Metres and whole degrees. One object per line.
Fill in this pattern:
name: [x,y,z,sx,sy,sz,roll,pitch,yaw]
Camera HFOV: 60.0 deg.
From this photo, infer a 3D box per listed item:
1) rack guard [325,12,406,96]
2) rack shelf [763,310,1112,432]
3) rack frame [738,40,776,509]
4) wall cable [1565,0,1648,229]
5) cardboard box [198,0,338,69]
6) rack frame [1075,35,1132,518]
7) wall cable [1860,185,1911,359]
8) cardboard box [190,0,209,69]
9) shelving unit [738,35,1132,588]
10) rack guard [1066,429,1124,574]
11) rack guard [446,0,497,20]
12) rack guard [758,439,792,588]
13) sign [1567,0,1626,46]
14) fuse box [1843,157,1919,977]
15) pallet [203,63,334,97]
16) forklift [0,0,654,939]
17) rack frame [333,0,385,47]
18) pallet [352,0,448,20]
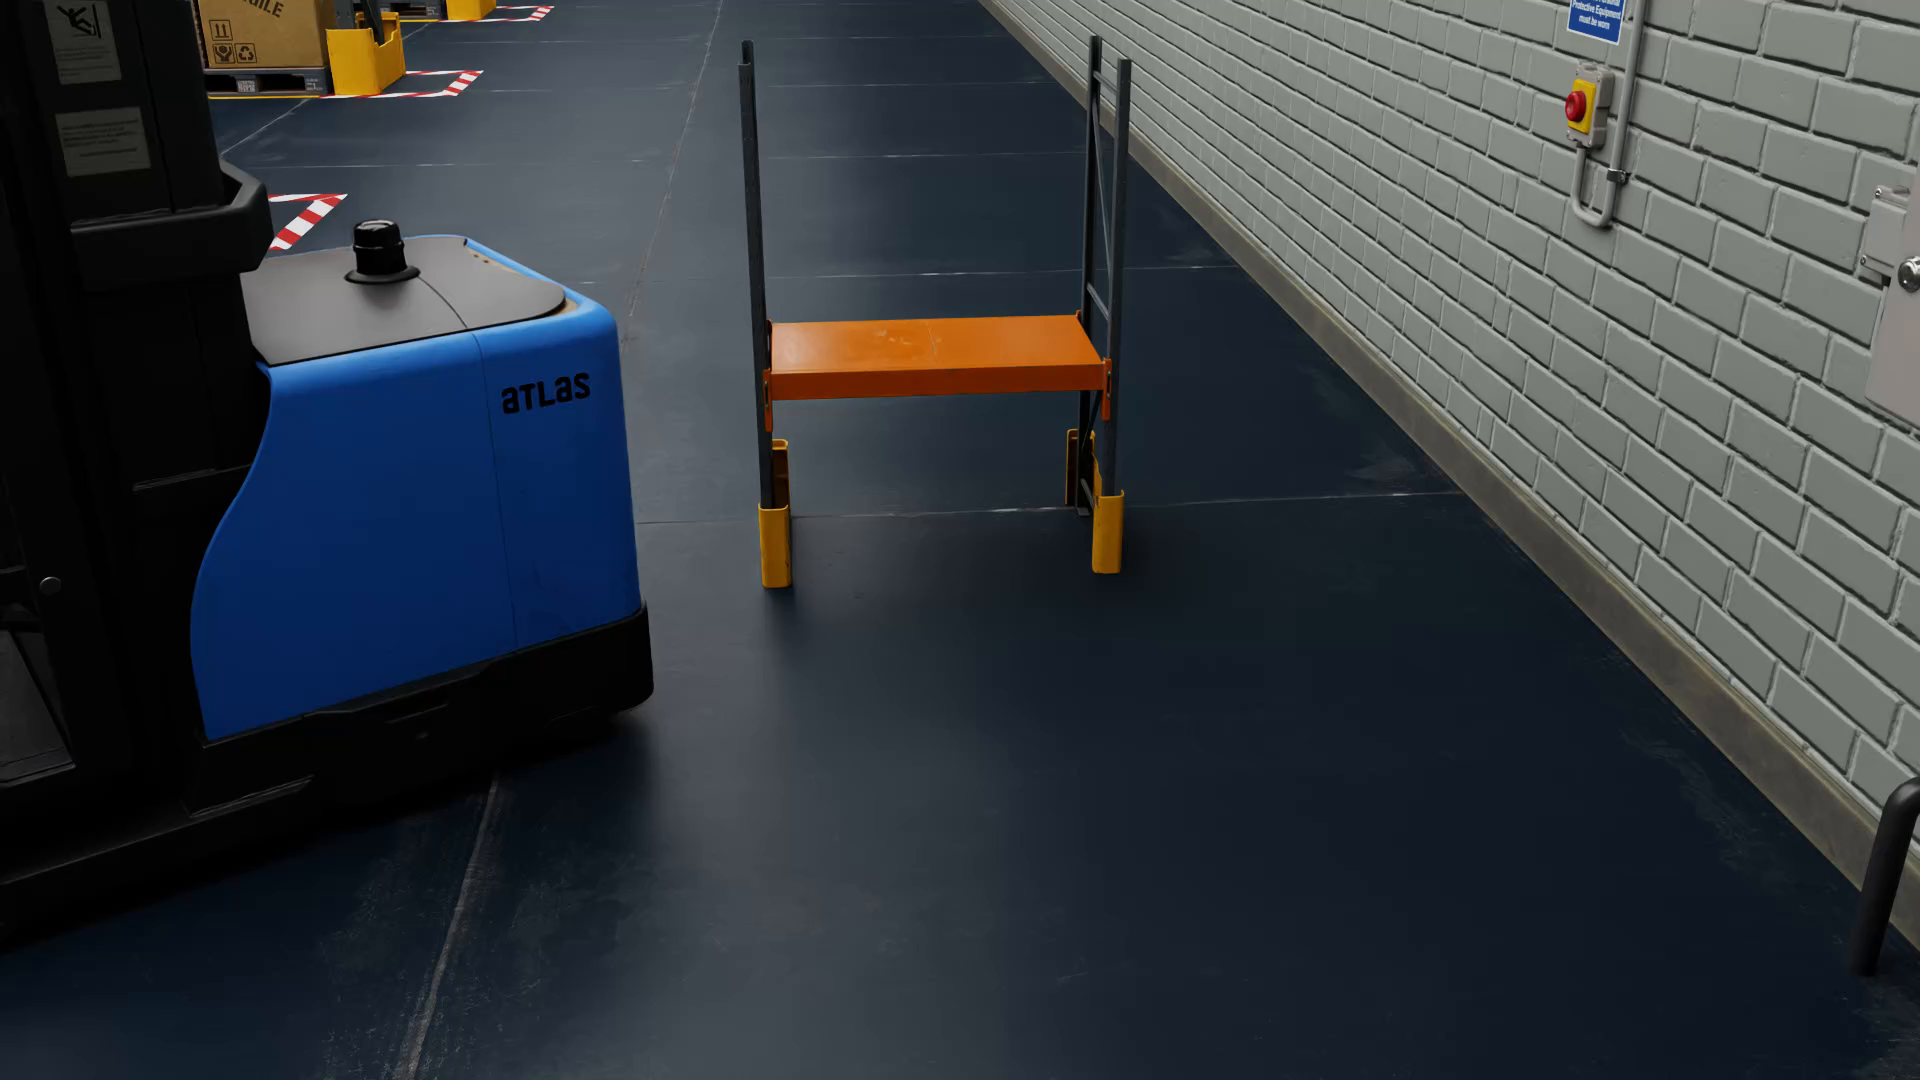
rack guard: [-4.848,-3.988,13.607,0.348,0.500,1.175,-2,24,-5]
rack shelf: [-0.085,-0.518,5.011,1.000,0.185,0.538,-2,24,-5]
rack frame: [-0.591,-0.662,4.892,0.032,1.500,0.500,-2,24,-5]
wall cable: [1.711,-1.837,4.401,0.123,1.953,0.585,-2,24,-5]
cardboard box: [-5.501,-4.293,13.314,0.875,0.875,0.875,-2,24,-5]
rack frame: [0.421,-0.702,4.983,0.032,1.500,0.500,-2,24,-5]
wall cable: [1.862,-1.250,3.118,0.122,1.984,0.588,-2,24,-5]
cardboard box: [-6.407,-4.256,13.232,0.875,0.875,0.875,-2,24,-5]
shelving unit: [-0.076,-0.682,4.939,1.083,1.500,0.587,-2,24,-5]
rack guard: [0.420,-0.131,5.237,0.087,0.250,0.587,-2,24,-5]
rack guard: [-5.336,-5.995,18.123,0.348,0.500,1.175,-2,24,-5]
rack guard: [-0.571,-0.091,5.148,0.087,0.250,0.587,-2,24,-5]
sign: [1.767,-1.504,4.608,0.001,0.218,0.327,-2,24,-5]
fuse box: [1.772,0.085,2.952,0.414,1.711,0.539,-2,24,-5]
pallet: [-5.660,-3.792,13.521,1.213,0.211,1.003,-2,24,-5]
forklift: [-2.261,-0.684,3.180,3.031,2.935,1.130,-17,29,-33]
rack frame: [-4.872,-5.130,13.098,0.127,3.000,1.000,-2,24,-5]
pallet: [-6.183,-5.840,18.129,1.213,0.211,1.003,-2,24,-5]
